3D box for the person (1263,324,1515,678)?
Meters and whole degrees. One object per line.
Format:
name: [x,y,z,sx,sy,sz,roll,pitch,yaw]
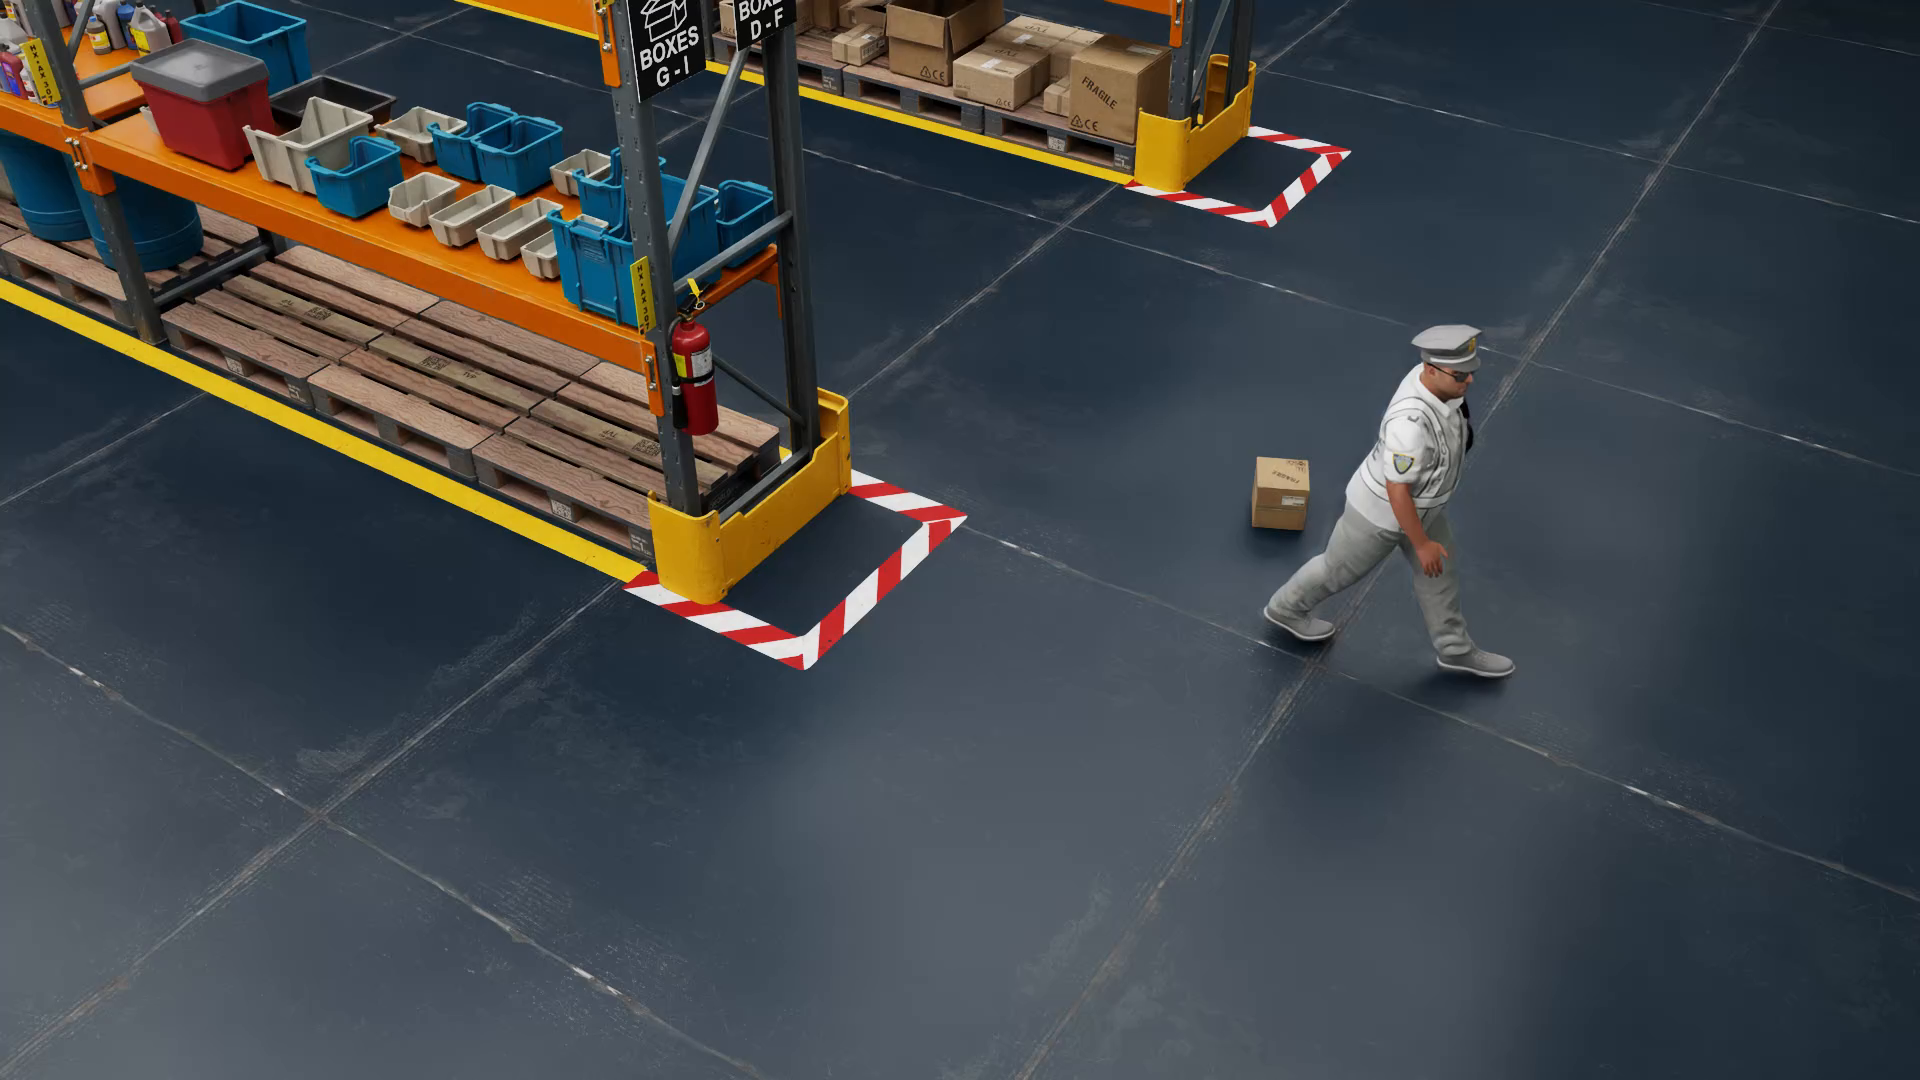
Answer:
person: [1.859,-0.151,6.846,1.072,1.696,0.576,25,45,28]
